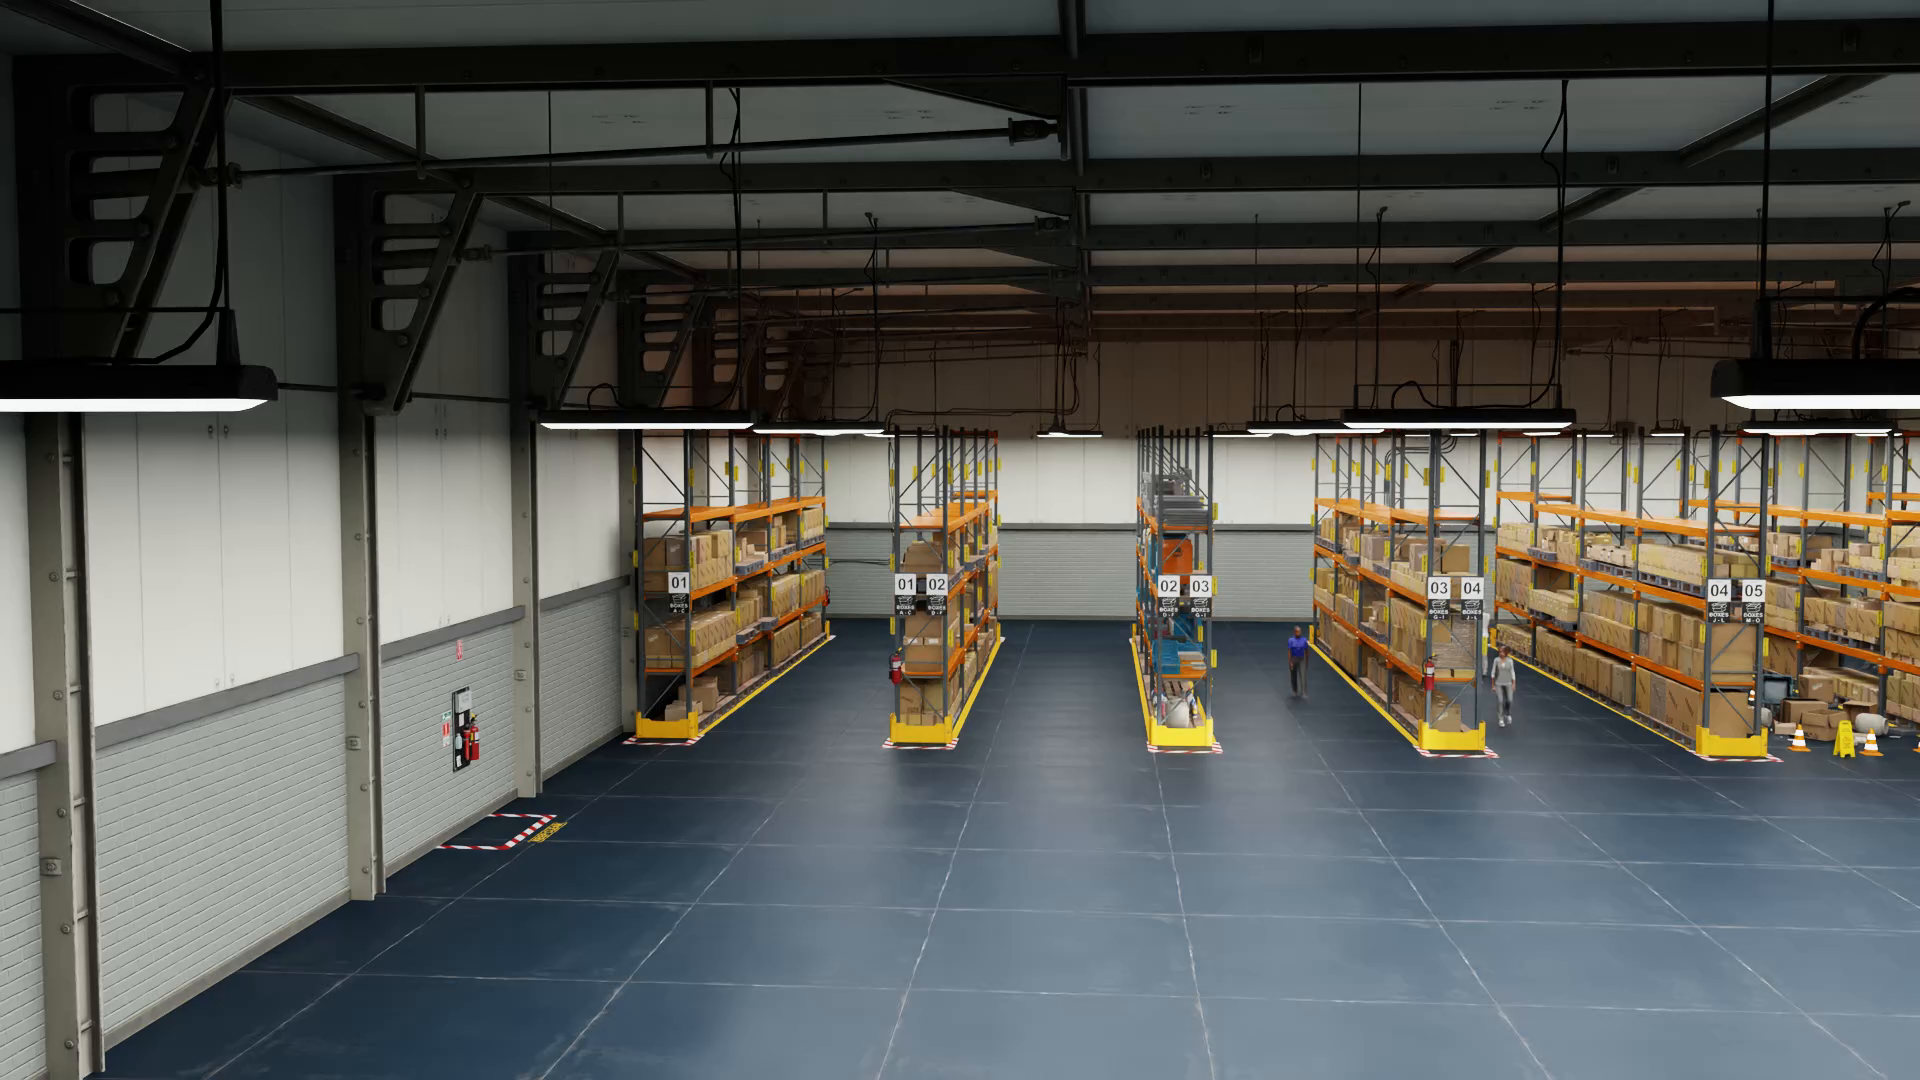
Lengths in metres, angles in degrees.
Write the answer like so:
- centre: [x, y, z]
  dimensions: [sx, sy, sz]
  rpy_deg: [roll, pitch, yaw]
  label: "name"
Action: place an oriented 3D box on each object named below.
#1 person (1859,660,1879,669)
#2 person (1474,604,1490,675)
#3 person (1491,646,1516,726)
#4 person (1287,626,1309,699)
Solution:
- centre: [22.813, 2.410, 41.453]
  dimensions: [0.472, 1.711, 0.534]
  rpy_deg: [-1, 4, -16]
  label: "person"
- centre: [12.717, 2.413, 40.573]
  dimensions: [0.529, 1.817, 0.556]
  rpy_deg: [-1, 3, -9]
  label: "person"
- centre: [10.865, 2.916, 33.248]
  dimensions: [0.467, 1.604, 0.405]
  rpy_deg: [1, 4, 16]
  label: "person"
- centre: [7.446, 2.694, 36.619]
  dimensions: [0.464, 1.609, 0.992]
  rpy_deg: [1, 4, 12]
  label: "person"
